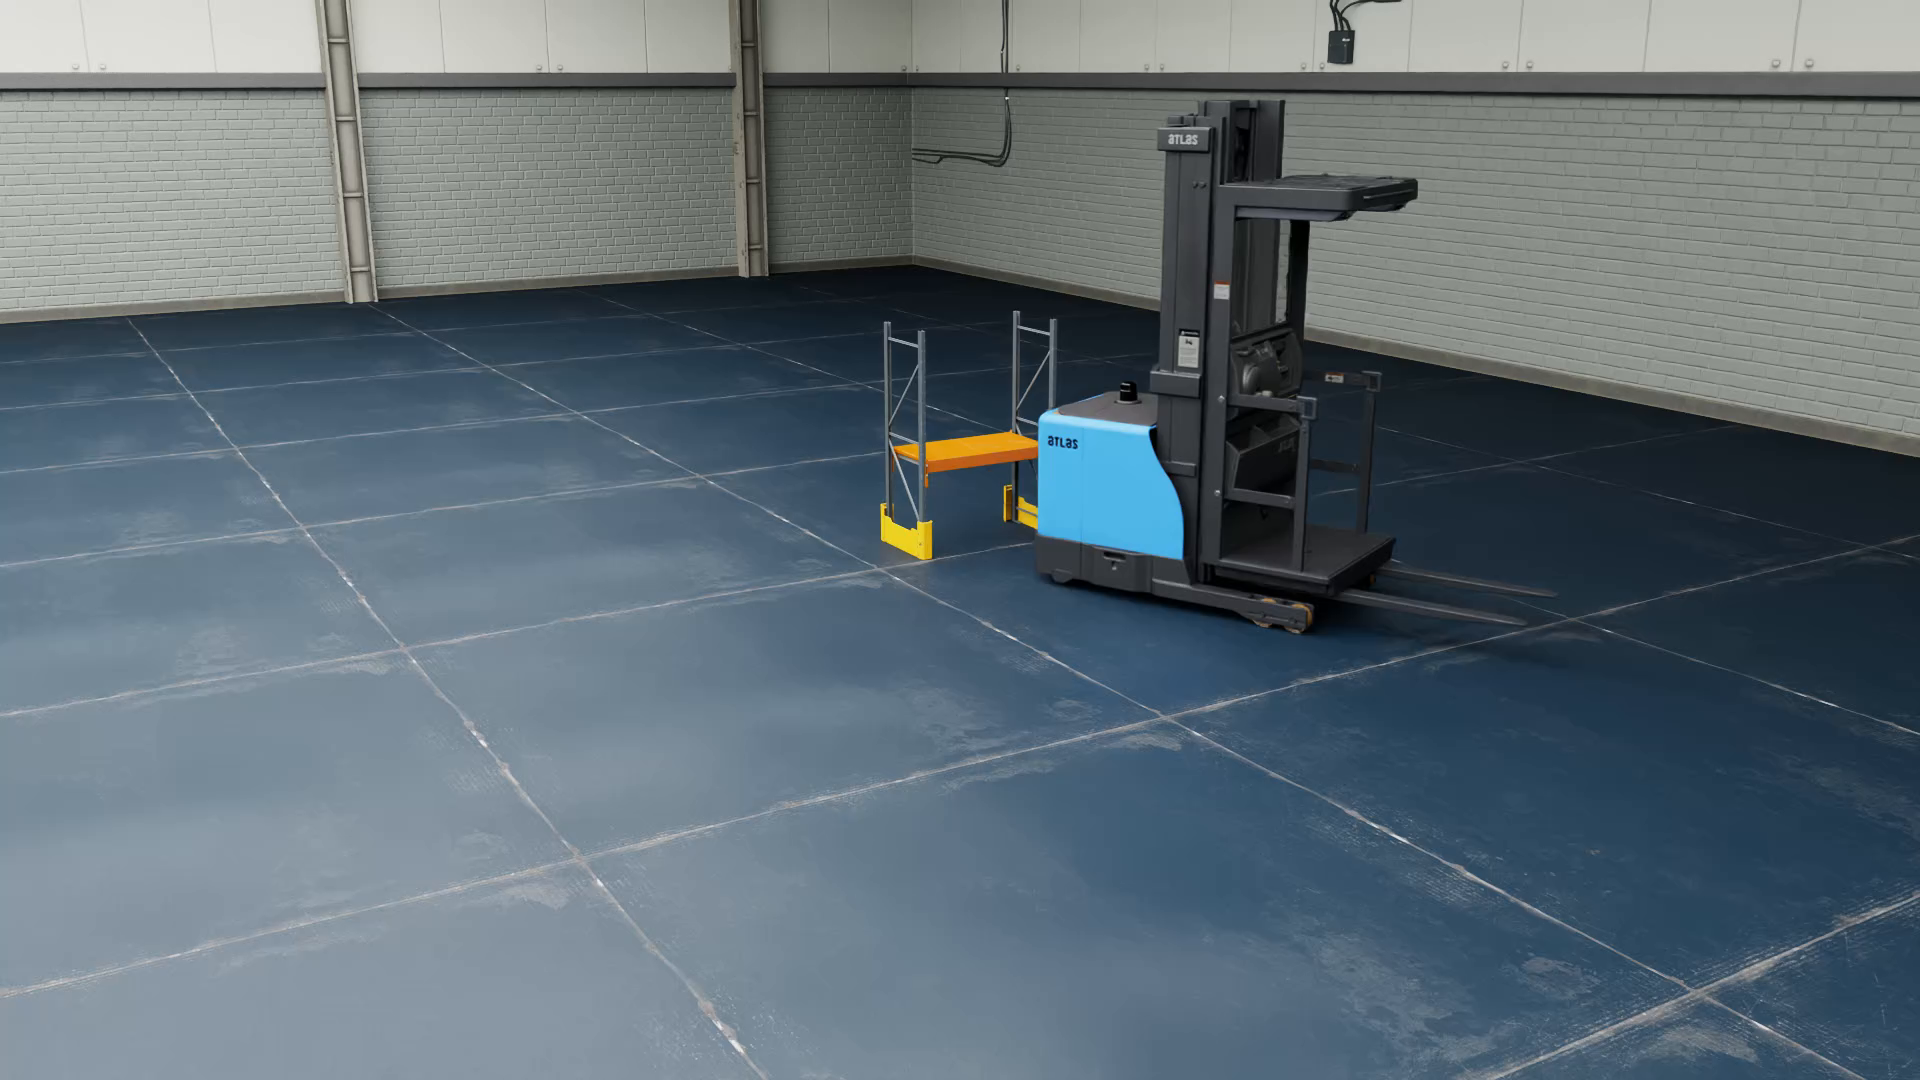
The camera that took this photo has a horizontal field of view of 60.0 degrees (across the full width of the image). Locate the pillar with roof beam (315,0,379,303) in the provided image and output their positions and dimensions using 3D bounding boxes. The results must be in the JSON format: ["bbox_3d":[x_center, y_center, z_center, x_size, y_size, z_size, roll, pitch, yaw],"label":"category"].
[{"bbox_3d":[-6.198,-6.694,18.618,0.400,9.000,9.100,-9,18,-30],"label":"pillar with roof beam"}]

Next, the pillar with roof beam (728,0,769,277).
[{"bbox_3d":[-1.055,-7.528,21.593,0.400,9.000,9.100,-9,18,-30],"label":"pillar with roof beam"}]

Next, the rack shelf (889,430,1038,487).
[{"bbox_3d":[0.073,-0.561,11.298,1.000,0.185,0.538,-9,18,-30],"label":"rack shelf"}]

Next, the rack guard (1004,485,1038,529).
[{"bbox_3d":[0.492,-0.200,11.661,0.087,0.250,0.587,-9,18,-30],"label":"rack guard"}]

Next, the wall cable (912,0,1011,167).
[{"bbox_3d":[-0.066,-7.132,25.935,0.112,2.526,3.097,-9,18,-30],"label":"wall cable"}]

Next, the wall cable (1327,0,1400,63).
[{"bbox_3d":[4.810,-8.067,17.213,0.169,6.003,2.305,-9,18,-30],"label":"wall cable"}]

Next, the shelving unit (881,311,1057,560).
[{"bbox_3d":[0.065,-0.733,11.245,1.083,1.500,0.587,-9,18,-30],"label":"shelving unit"}]

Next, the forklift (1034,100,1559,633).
[{"bbox_3d":[1.976,-1.041,9.694,3.031,2.935,1.130,10,19,33],"label":"forklift"}]

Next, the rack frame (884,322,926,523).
[{"bbox_3d":[-0.363,-0.663,10.998,0.032,1.500,0.500,-9,18,-30],"label":"rack frame"}]

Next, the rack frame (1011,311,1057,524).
[{"bbox_3d":[0.509,-0.805,11.502,0.032,1.500,0.500,-9,18,-30],"label":"rack frame"}]

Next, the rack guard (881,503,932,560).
[{"bbox_3d":[-0.362,-0.062,11.167,0.087,0.250,0.587,-9,18,-30],"label":"rack guard"}]
